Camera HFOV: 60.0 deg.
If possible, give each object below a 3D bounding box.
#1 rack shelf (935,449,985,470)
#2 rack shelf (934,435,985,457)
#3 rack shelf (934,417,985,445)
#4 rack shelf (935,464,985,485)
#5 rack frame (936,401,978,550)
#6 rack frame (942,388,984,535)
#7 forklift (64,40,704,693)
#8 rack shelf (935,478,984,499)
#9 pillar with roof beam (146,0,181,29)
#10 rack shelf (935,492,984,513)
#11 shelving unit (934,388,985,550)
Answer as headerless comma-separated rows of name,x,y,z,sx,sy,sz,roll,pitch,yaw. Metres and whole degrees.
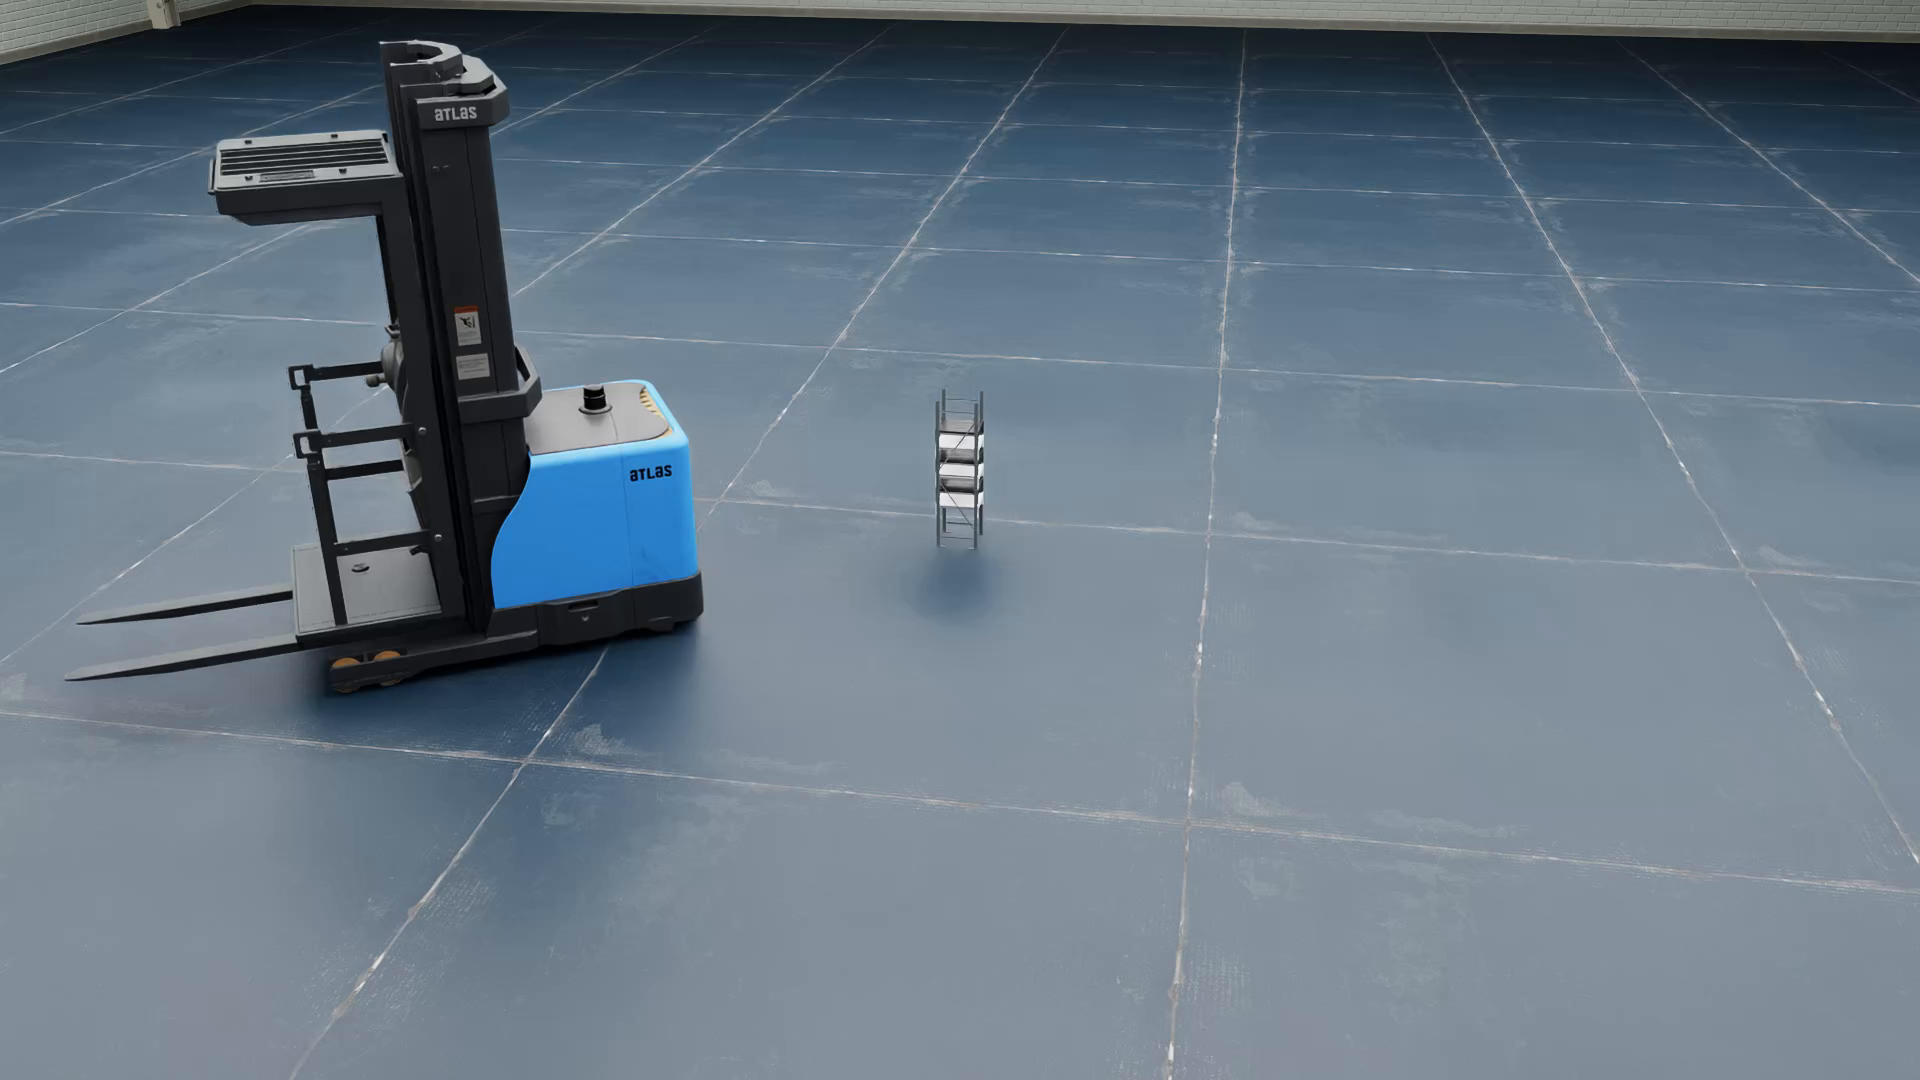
rack shelf,-0.001,-0.455,9.528,0.258,0.077,0.200,4,25,9
rack shelf,-0.001,-0.537,9.490,0.258,0.077,0.200,4,25,9
rack shelf,-0.001,-0.619,9.452,0.258,0.077,0.200,4,25,9
rack shelf,-0.001,-0.374,9.566,0.258,0.077,0.200,4,25,9
rack frame,-0.018,-0.362,9.461,0.240,0.900,0.006,4,25,9
rack frame,0.015,-0.447,9.643,0.240,0.900,0.006,4,25,9
forklift,-2.923,-0.833,8.072,3.031,2.935,1.130,-9,27,-19
rack shelf,-0.001,-0.292,9.604,0.258,0.077,0.200,4,25,9
pillar with roof beam,-9.410,-12.608,26.071,9.100,9.000,0.400,4,25,9
rack shelf,-0.001,-0.211,9.642,0.258,0.077,0.200,4,25,9
shelving unit,-0.001,-0.404,9.552,0.258,0.900,0.210,4,25,9
